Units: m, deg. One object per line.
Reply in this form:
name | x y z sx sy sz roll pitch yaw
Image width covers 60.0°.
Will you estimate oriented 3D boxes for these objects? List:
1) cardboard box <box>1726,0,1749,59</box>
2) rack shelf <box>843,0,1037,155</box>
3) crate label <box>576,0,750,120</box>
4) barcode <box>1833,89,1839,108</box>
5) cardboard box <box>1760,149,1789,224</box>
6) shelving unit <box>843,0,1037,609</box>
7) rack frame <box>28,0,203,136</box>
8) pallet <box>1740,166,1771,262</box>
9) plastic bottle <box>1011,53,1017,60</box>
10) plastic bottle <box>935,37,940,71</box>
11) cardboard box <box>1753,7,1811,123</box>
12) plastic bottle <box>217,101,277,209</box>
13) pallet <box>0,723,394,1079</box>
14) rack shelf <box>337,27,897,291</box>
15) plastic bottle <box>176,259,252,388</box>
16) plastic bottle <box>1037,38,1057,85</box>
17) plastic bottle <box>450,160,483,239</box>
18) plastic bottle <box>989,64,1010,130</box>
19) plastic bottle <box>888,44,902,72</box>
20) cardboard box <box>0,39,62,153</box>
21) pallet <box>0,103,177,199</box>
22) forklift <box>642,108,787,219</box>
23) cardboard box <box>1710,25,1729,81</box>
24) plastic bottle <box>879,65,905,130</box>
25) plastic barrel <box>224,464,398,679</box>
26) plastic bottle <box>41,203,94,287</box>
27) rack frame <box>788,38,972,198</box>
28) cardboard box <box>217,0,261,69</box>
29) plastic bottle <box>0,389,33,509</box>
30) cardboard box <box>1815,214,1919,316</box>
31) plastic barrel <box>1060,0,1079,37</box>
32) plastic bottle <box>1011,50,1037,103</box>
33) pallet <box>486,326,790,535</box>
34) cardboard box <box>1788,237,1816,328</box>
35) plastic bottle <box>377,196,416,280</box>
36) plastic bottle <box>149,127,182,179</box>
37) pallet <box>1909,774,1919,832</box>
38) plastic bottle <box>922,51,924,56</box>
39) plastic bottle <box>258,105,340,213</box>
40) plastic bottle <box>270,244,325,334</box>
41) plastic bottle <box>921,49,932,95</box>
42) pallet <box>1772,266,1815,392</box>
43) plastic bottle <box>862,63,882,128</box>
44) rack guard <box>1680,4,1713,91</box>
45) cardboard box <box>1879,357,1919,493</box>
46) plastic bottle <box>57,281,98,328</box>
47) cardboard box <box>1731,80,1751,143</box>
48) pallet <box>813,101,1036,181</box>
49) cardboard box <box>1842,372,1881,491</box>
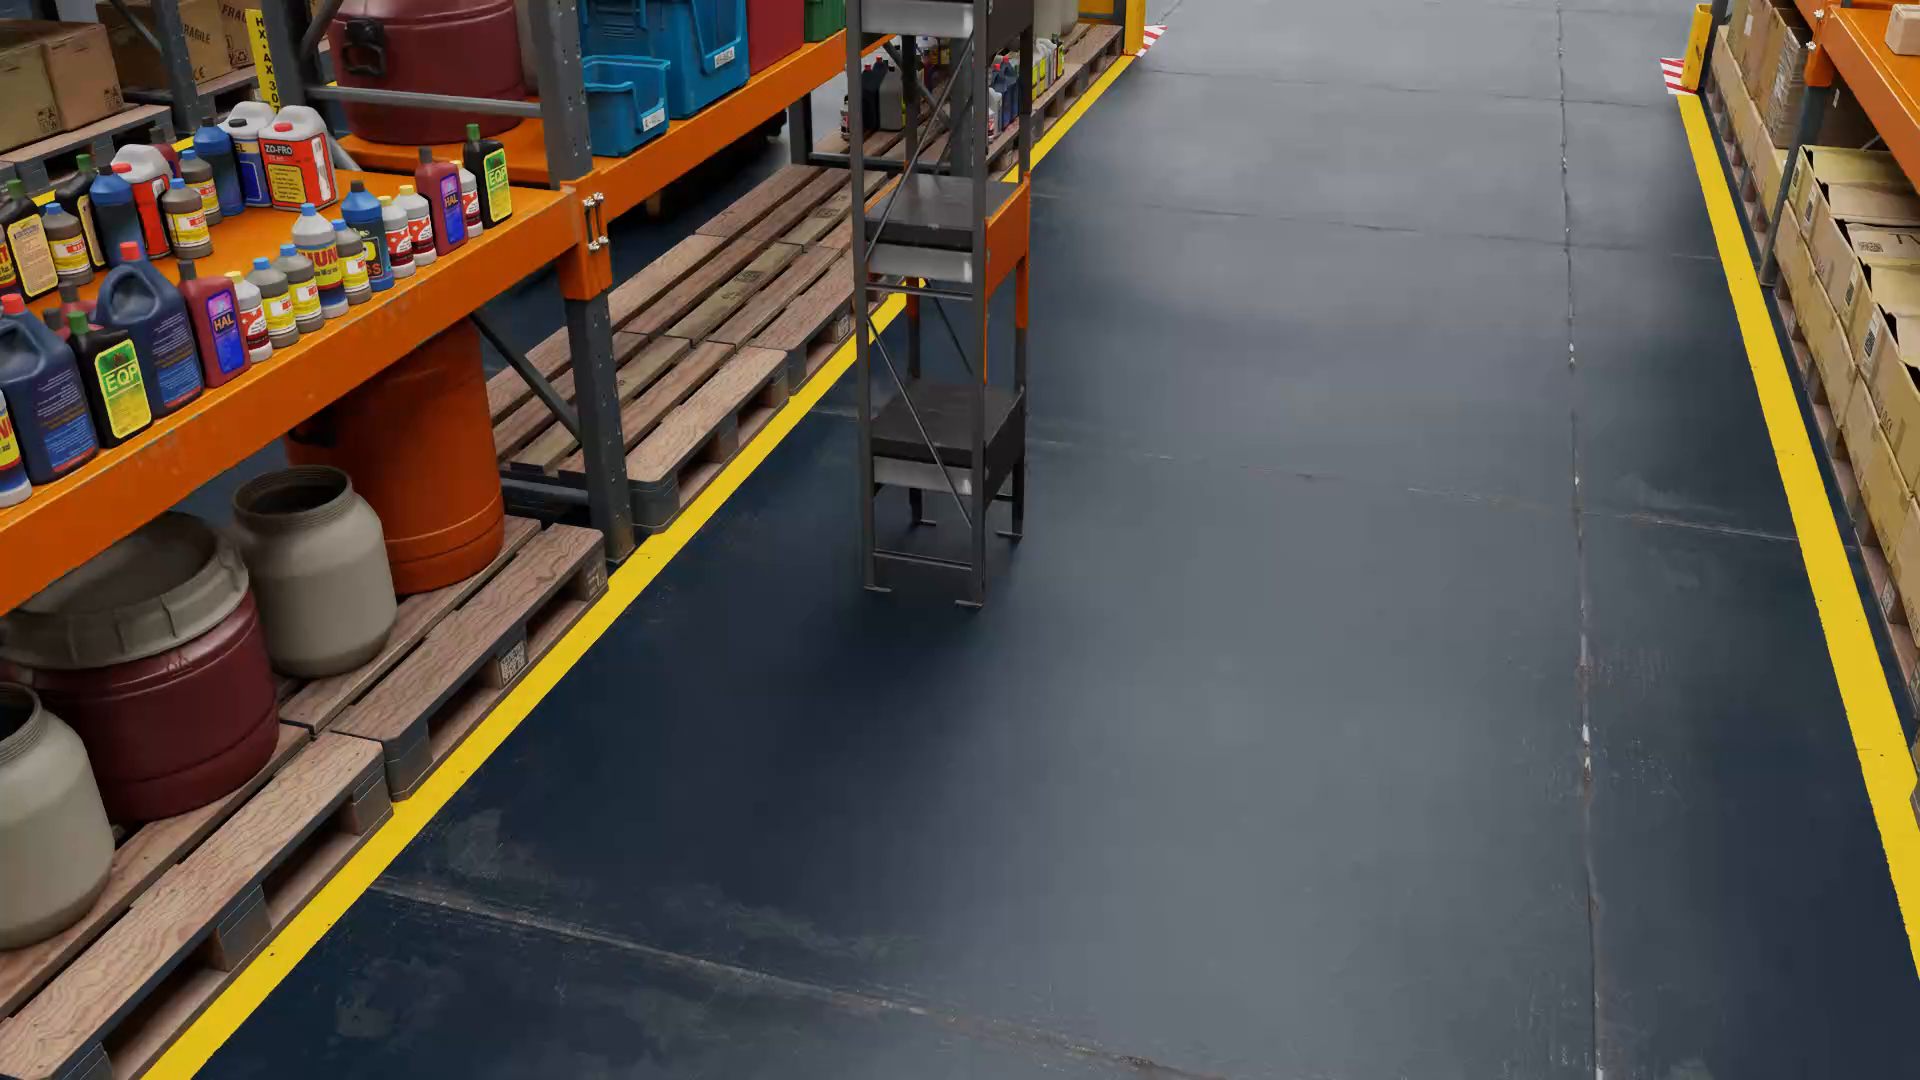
cardboard box | 4.962 -3.190 10.024 0.500 0.500 0.500 8 30 15
rack shelf | -0.049 -1.440 4.768 0.431 0.518 0.480 8 30 15
crate label | -1.055 -1.760 5.791 0.502 0.435 0.616 8 30 15
barcode | 3.830 -1.932 7.268 0.001 0.075 0.075 8 30 15
cardboard box | 4.231 -1.700 8.117 0.500 0.250 0.500 8 30 15
shelving unit | -0.049 -0.841 5.101 0.431 2.100 0.503 8 30 15
rack frame | -5.165 -3.887 9.651 1.000 3.000 0.127 8 30 15
pallet | 4.577 -1.616 8.438 1.003 0.211 1.213 8 30 15
plastic bottle | 0.358 -2.924 10.346 0.097 0.201 0.097 0 29 0
plastic bottle | -0.171 -3.143 10.657 0.061 0.283 0.133 9 30 16
cardboard box | 4.532 -2.491 8.768 0.500 0.500 0.500 8 30 15
plastic bottle | -2.041 -1.112 4.791 0.152 0.276 0.135 8 30 15
pallet | -2.156 0.835 4.032 1.003 0.211 1.213 8 30 15
rack shelf | -1.018 -1.936 6.885 1.077 0.370 4.000 8 30 15
plastic bottle | -1.651 -0.490 3.665 0.061 0.283 0.133 8 30 15
plastic bottle | 0.523 -3.012 10.427 0.152 0.276 0.135 9 30 15
plastic bottle | -1.367 -0.934 4.548 0.097 0.201 0.097 0 29 0
plastic bottle | 0.203 -2.530 9.486 0.144 0.351 0.185 9 30 16
plastic bottle | -0.366 -2.794 9.960 0.144 0.351 0.185 8 30 15
cardboard box | -5.524 -2.485 9.251 0.700 0.500 0.500 8 30 15
pallet | -5.393 -2.306 9.678 1.003 0.211 1.213 8 30 15
forklift | -1.981 -3.190 8.469 1.130 2.935 3.031 8 30 15
cardboard box | 5.107 -3.095 10.624 0.500 0.250 0.500 8 30 15
plastic bottle | -0.379 -2.534 9.493 0.144 0.351 0.185 8 30 15
plastic barrel | -1.812 0.088 4.634 0.421 0.512 0.421 0 29 0
plastic bottle | -2.276 -0.752 4.221 0.097 0.201 0.097 0 29 0
rack frame | -0.431 -3.180 8.381 1.000 3.000 0.127 8 30 15
cardboard box | -4.849 -3.425 10.961 0.500 0.500 0.500 19 34 30
plastic bottle | -1.850 -0.200 3.156 0.097 0.271 0.097 0 29 0
cardboard box | 3.641 -1.069 6.406 0.500 0.311 0.500 8 30 13
plastic barrel | 0.623 -3.818 11.656 0.421 0.512 0.421 0 29 0
plastic bottle | 0.383 -2.816 9.998 0.144 0.351 0.185 8 30 14
pallet | -1.340 -0.457 6.354 1.003 0.211 1.213 8 30 15
cardboard box | 3.797 -1.064 6.973 0.500 0.250 0.500 9 30 16
plastic bottle | -1.463 -0.782 4.274 0.097 0.201 0.097 0 29 0
plastic bottle | -2.181 -0.969 4.526 0.061 0.283 0.133 8 30 15
pallet | 2.874 0.948 3.829 1.003 0.211 1.213 8 30 15
plastic bottle | -0.246 -2.958 10.408 0.097 0.201 0.097 0 29 0
plastic bottle | -1.895 -1.090 4.752 0.152 0.276 0.135 8 30 15
plastic bottle | -1.578 -0.601 3.949 0.097 0.201 0.097 0 29 0
plastic bottle | -0.213 -2.825 10.084 0.061 0.283 0.133 8 30 15
pallet | 4.124 -0.905 7.159 1.003 0.211 1.213 8 30 15
plastic bottle | -0.517 -2.555 9.530 0.144 0.351 0.185 8 30 14
rack guard | 5.485 -3.249 11.076 1.175 0.500 0.348 8 30 15
cardboard box | 3.194 -0.360 5.132 0.500 0.311 0.500 8 30 14
plastic bottle | -1.843 -0.425 3.548 0.061 0.283 0.133 8 30 15
cardboard box | 4.666 -2.398 9.371 0.500 0.250 0.500 8 30 15
pallet | -0.194 -2.268 9.609 1.003 0.211 1.213 8 30 15
cardboard box | 3.349 -0.347 5.685 0.500 0.250 0.500 9 30 16
